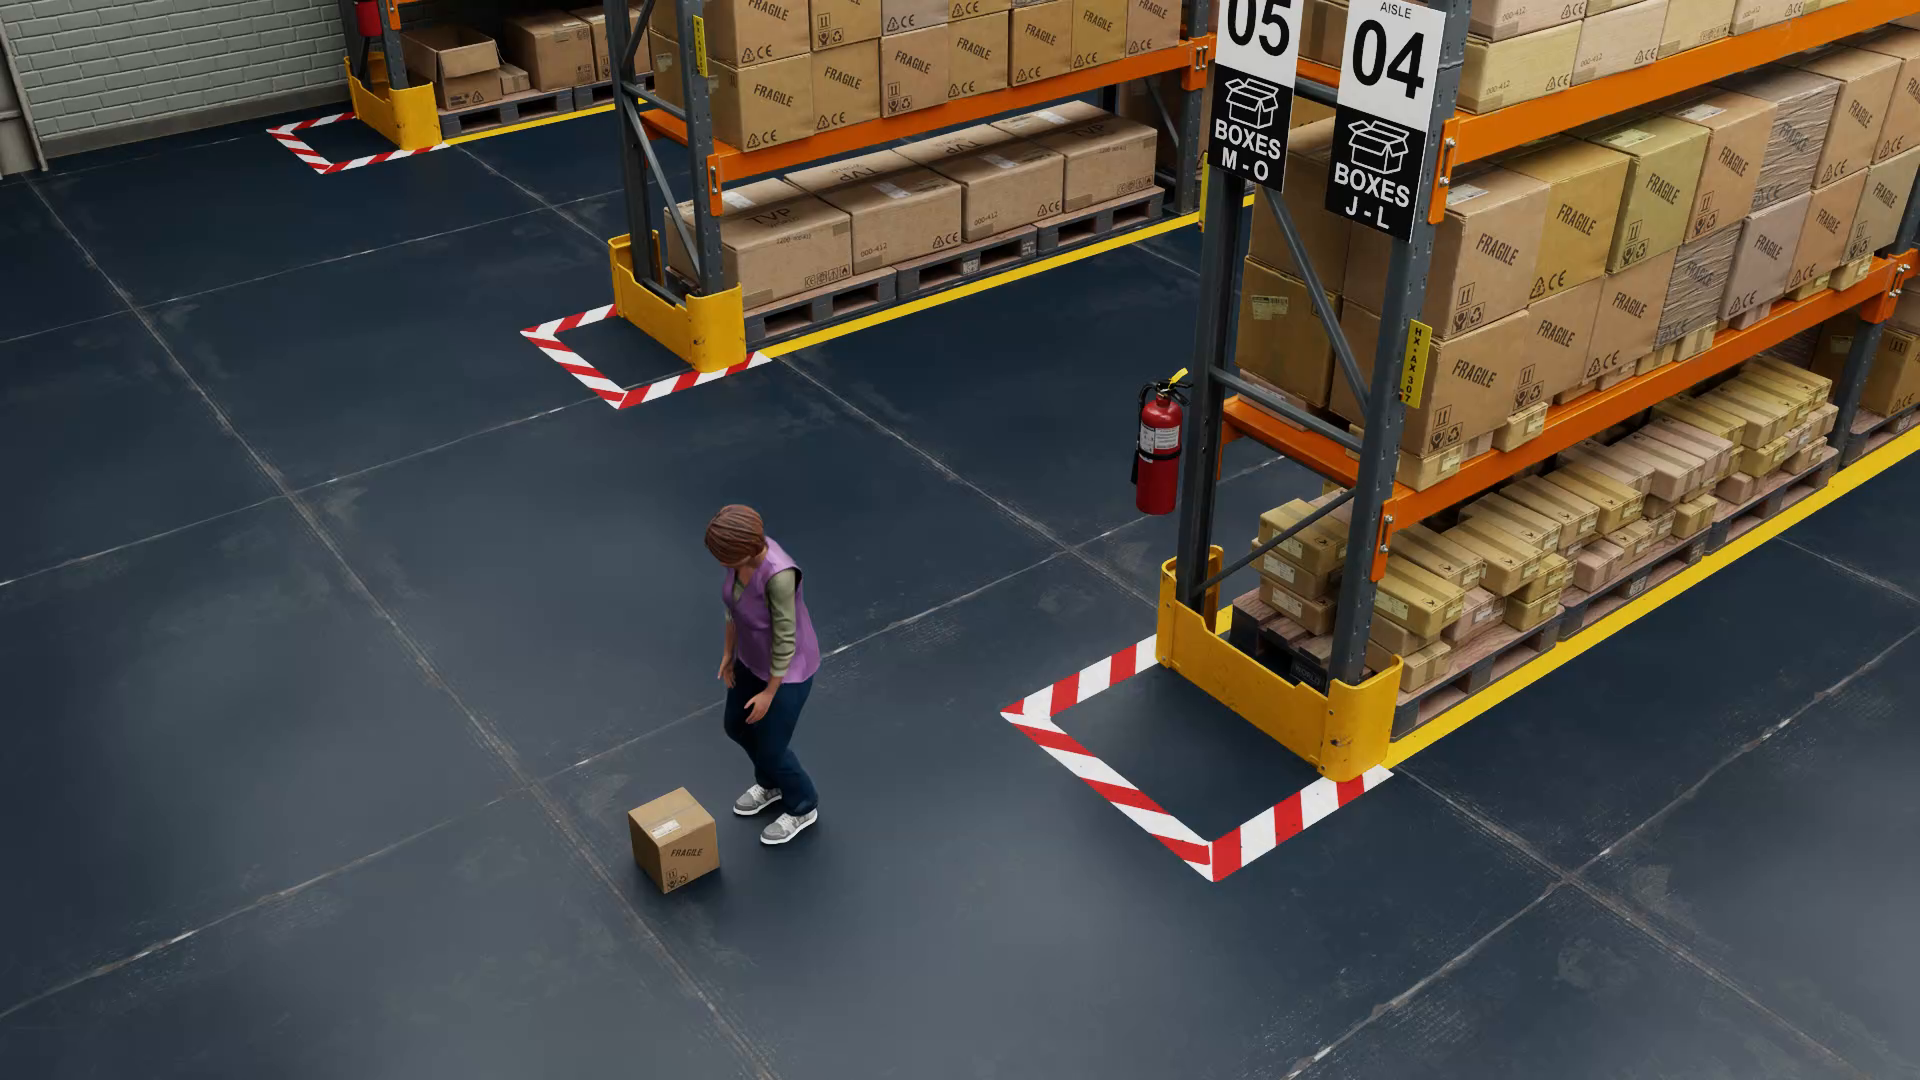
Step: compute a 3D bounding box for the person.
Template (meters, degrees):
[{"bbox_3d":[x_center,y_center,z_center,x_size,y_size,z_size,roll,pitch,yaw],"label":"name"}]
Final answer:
[{"bbox_3d":[-0.740,0.506,6.420,0.418,1.538,0.433,-22,38,-30],"label":"person"}]
